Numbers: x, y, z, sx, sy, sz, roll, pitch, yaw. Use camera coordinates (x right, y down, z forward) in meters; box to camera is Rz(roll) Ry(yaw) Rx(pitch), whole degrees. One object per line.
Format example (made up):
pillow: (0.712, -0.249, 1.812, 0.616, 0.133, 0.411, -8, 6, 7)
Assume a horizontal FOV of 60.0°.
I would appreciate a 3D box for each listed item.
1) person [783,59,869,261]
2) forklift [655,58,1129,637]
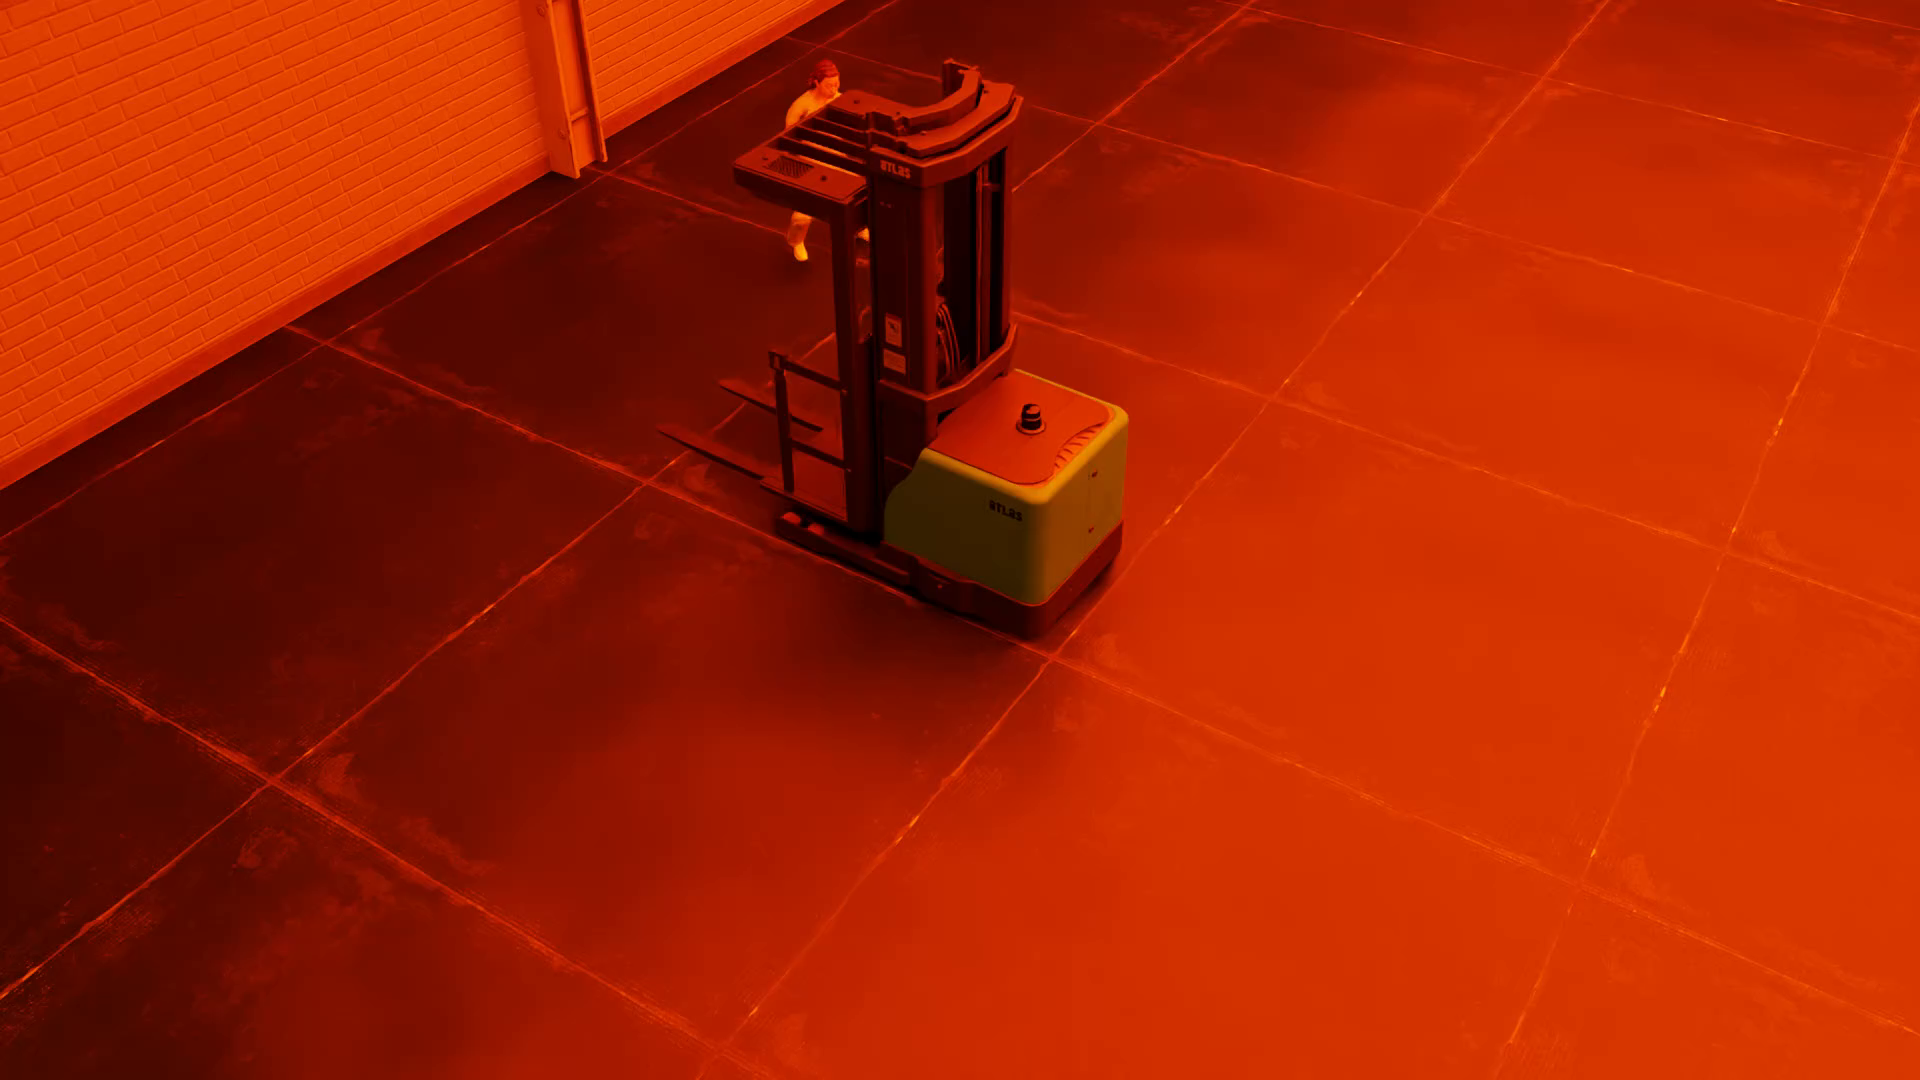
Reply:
person: (-0.980, -2.805, 12.359, 0.835, 1.563, 0.618, -12, 42, -14)
forklift: (-0.533, -1.312, 9.515, 3.031, 2.935, 1.130, 23, 46, 25)
